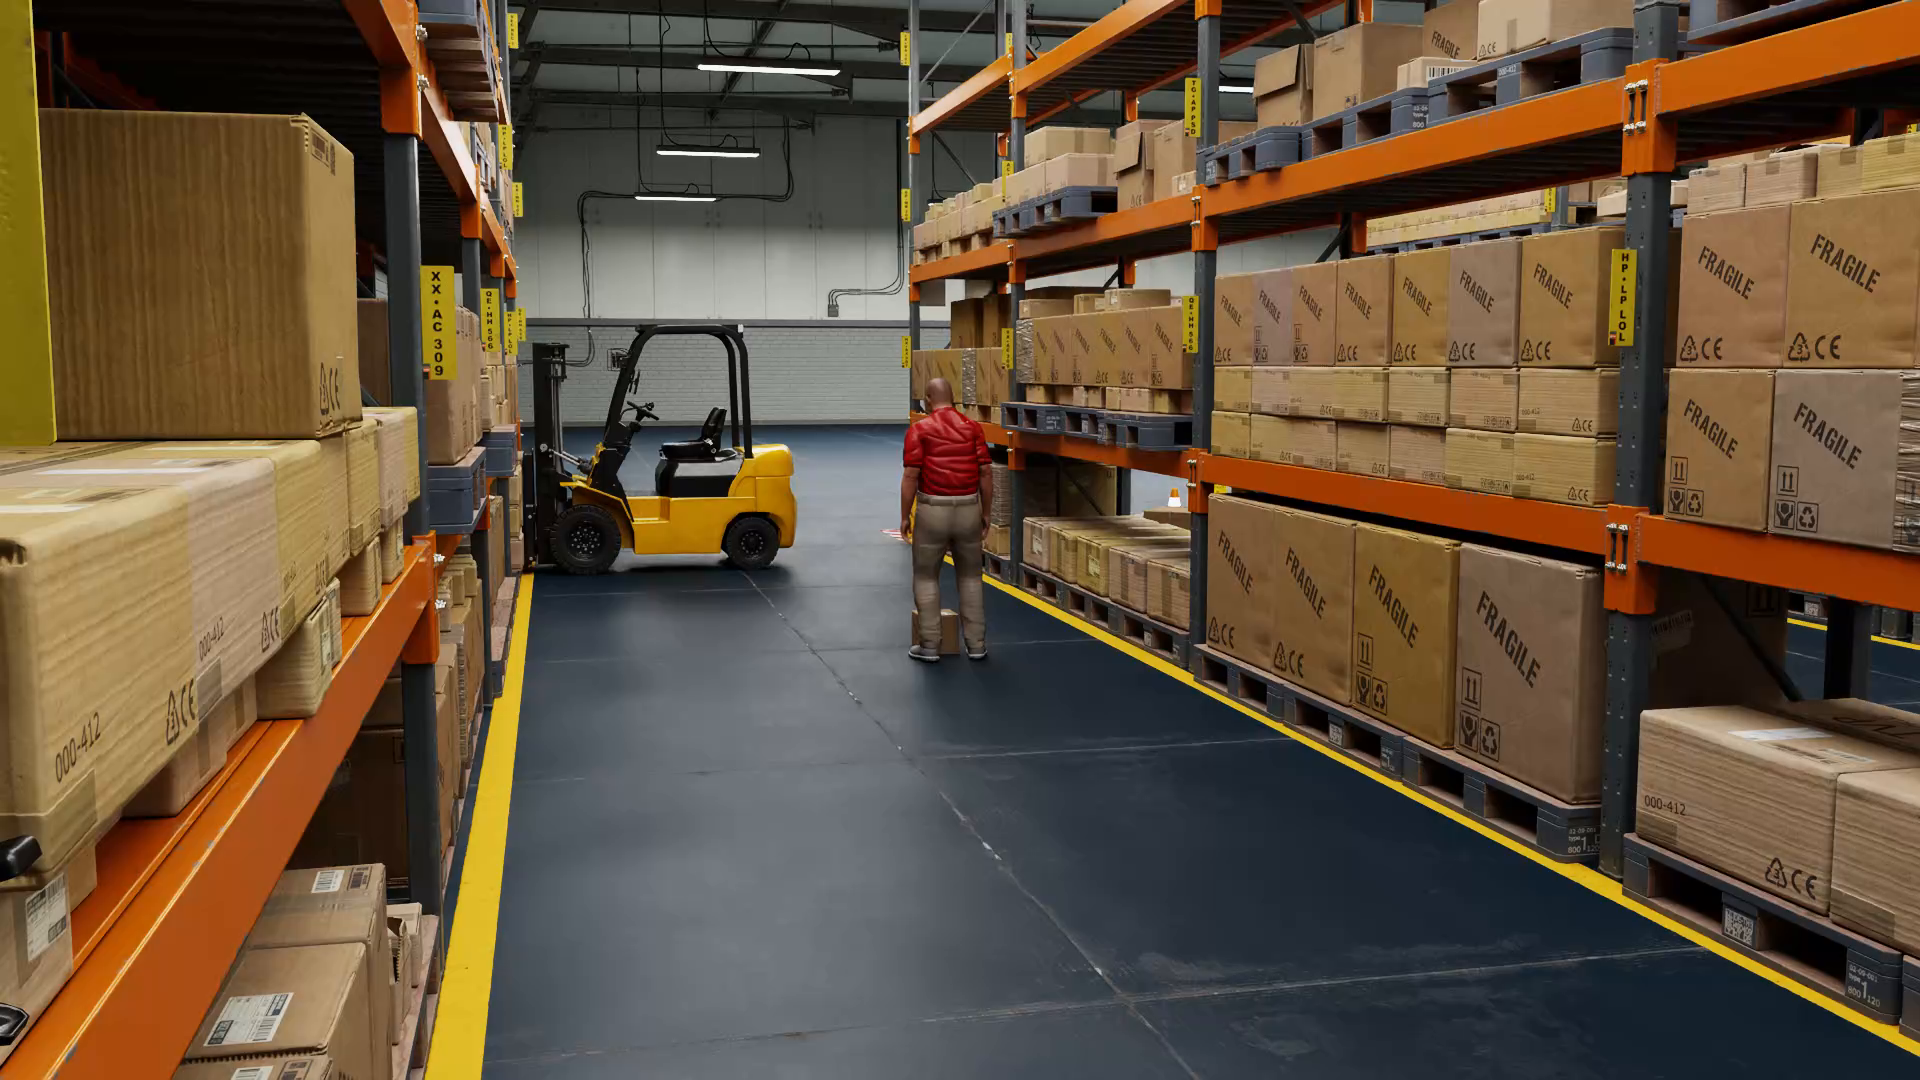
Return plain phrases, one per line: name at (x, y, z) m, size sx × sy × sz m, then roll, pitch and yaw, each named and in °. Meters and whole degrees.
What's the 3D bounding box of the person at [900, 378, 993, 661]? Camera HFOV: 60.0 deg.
person at (-0.086, -0.126, 10.199) m, size 0.589 × 1.725 × 0.392 m, roll -2°, pitch 6°, yaw -17°
